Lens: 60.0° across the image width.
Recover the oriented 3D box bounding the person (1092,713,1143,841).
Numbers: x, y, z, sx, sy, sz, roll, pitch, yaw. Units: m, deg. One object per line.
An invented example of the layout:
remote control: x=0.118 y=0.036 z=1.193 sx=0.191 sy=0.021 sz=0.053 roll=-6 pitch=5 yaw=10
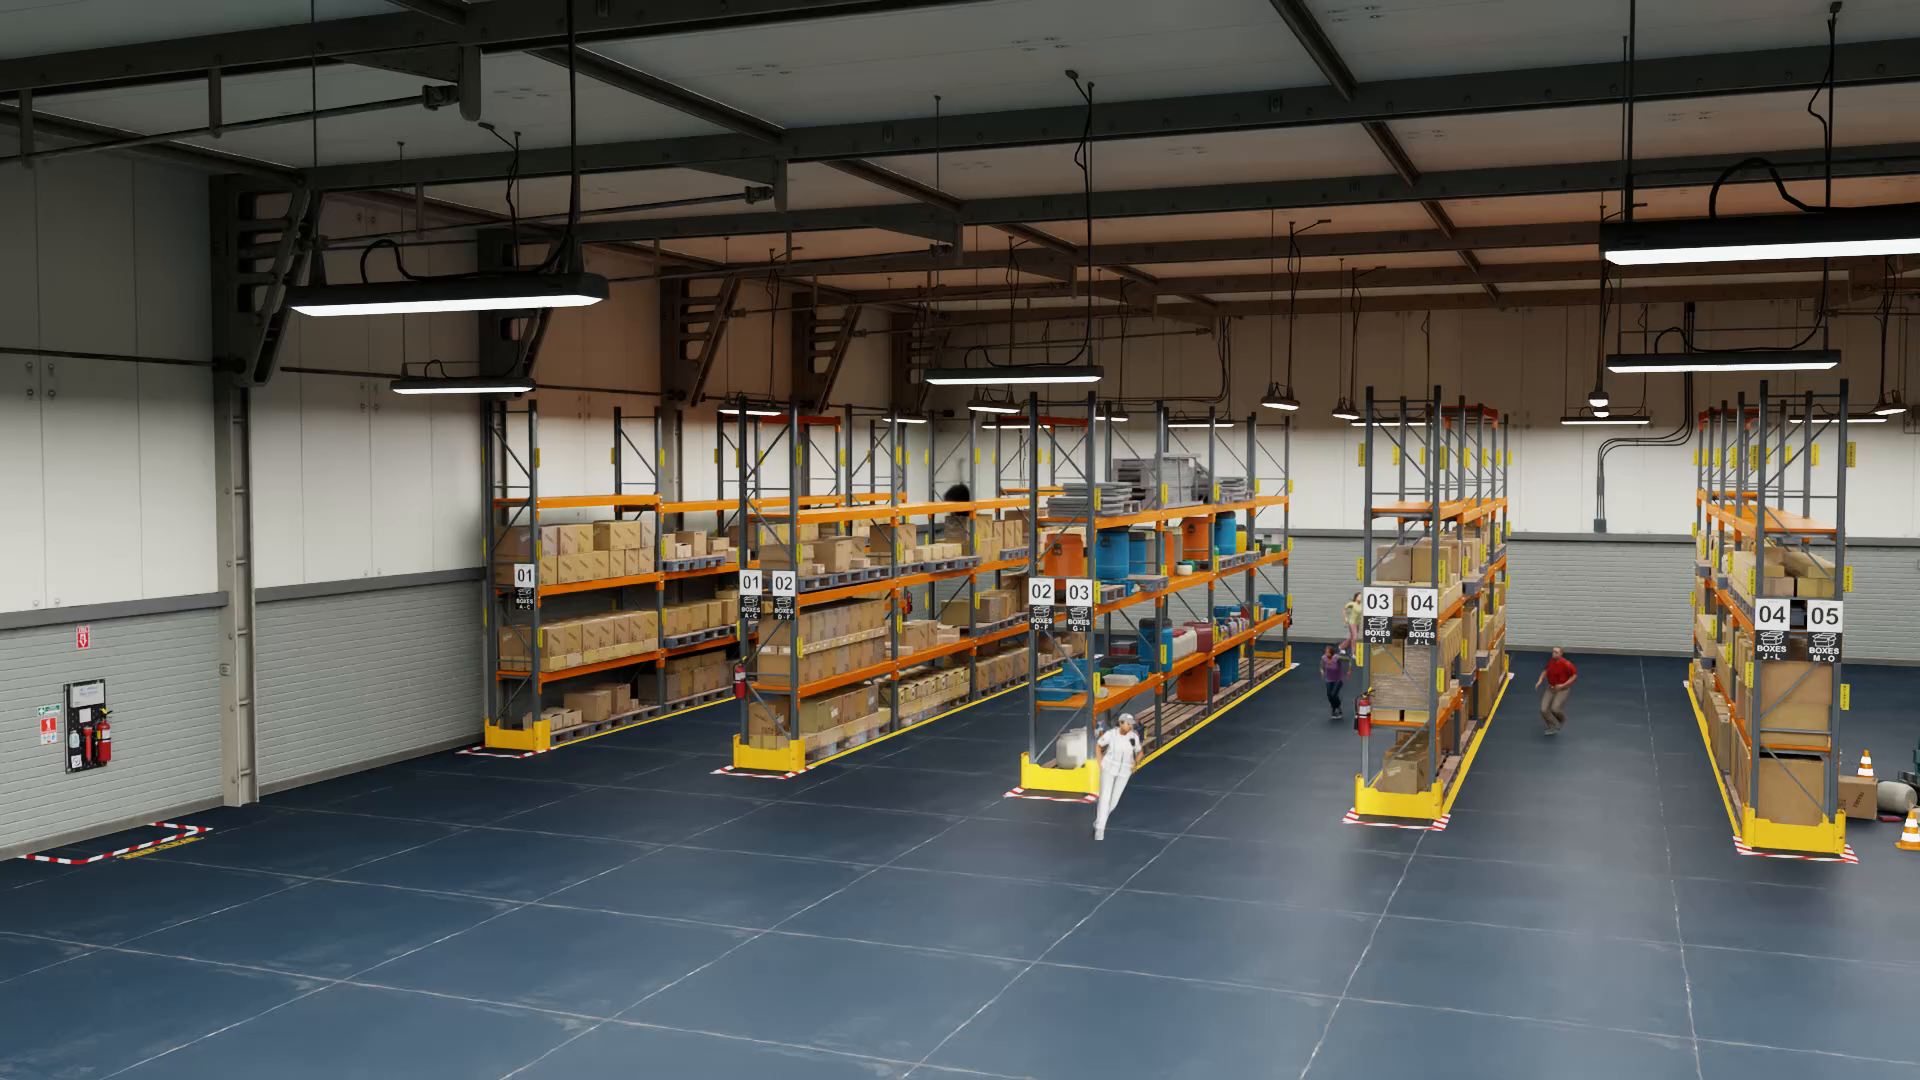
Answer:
person: x=2.067 y=3.093 z=22.085 sx=0.758 sy=1.600 sz=0.846 roll=-1 pitch=3 yaw=-10

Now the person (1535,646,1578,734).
person: x=10.795 y=2.728 z=30.014 sx=0.543 sy=1.635 sz=0.734 roll=-2 pitch=4 yaw=-40

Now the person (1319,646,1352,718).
person: x=7.137 y=2.708 z=31.629 sx=0.570 sy=1.439 sz=0.821 roll=2 pitch=3 yaw=31

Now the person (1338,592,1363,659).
person: x=9.879 y=2.119 z=41.627 sx=0.609 sy=1.629 sz=0.922 roll=-2 pitch=3 yaw=-28
